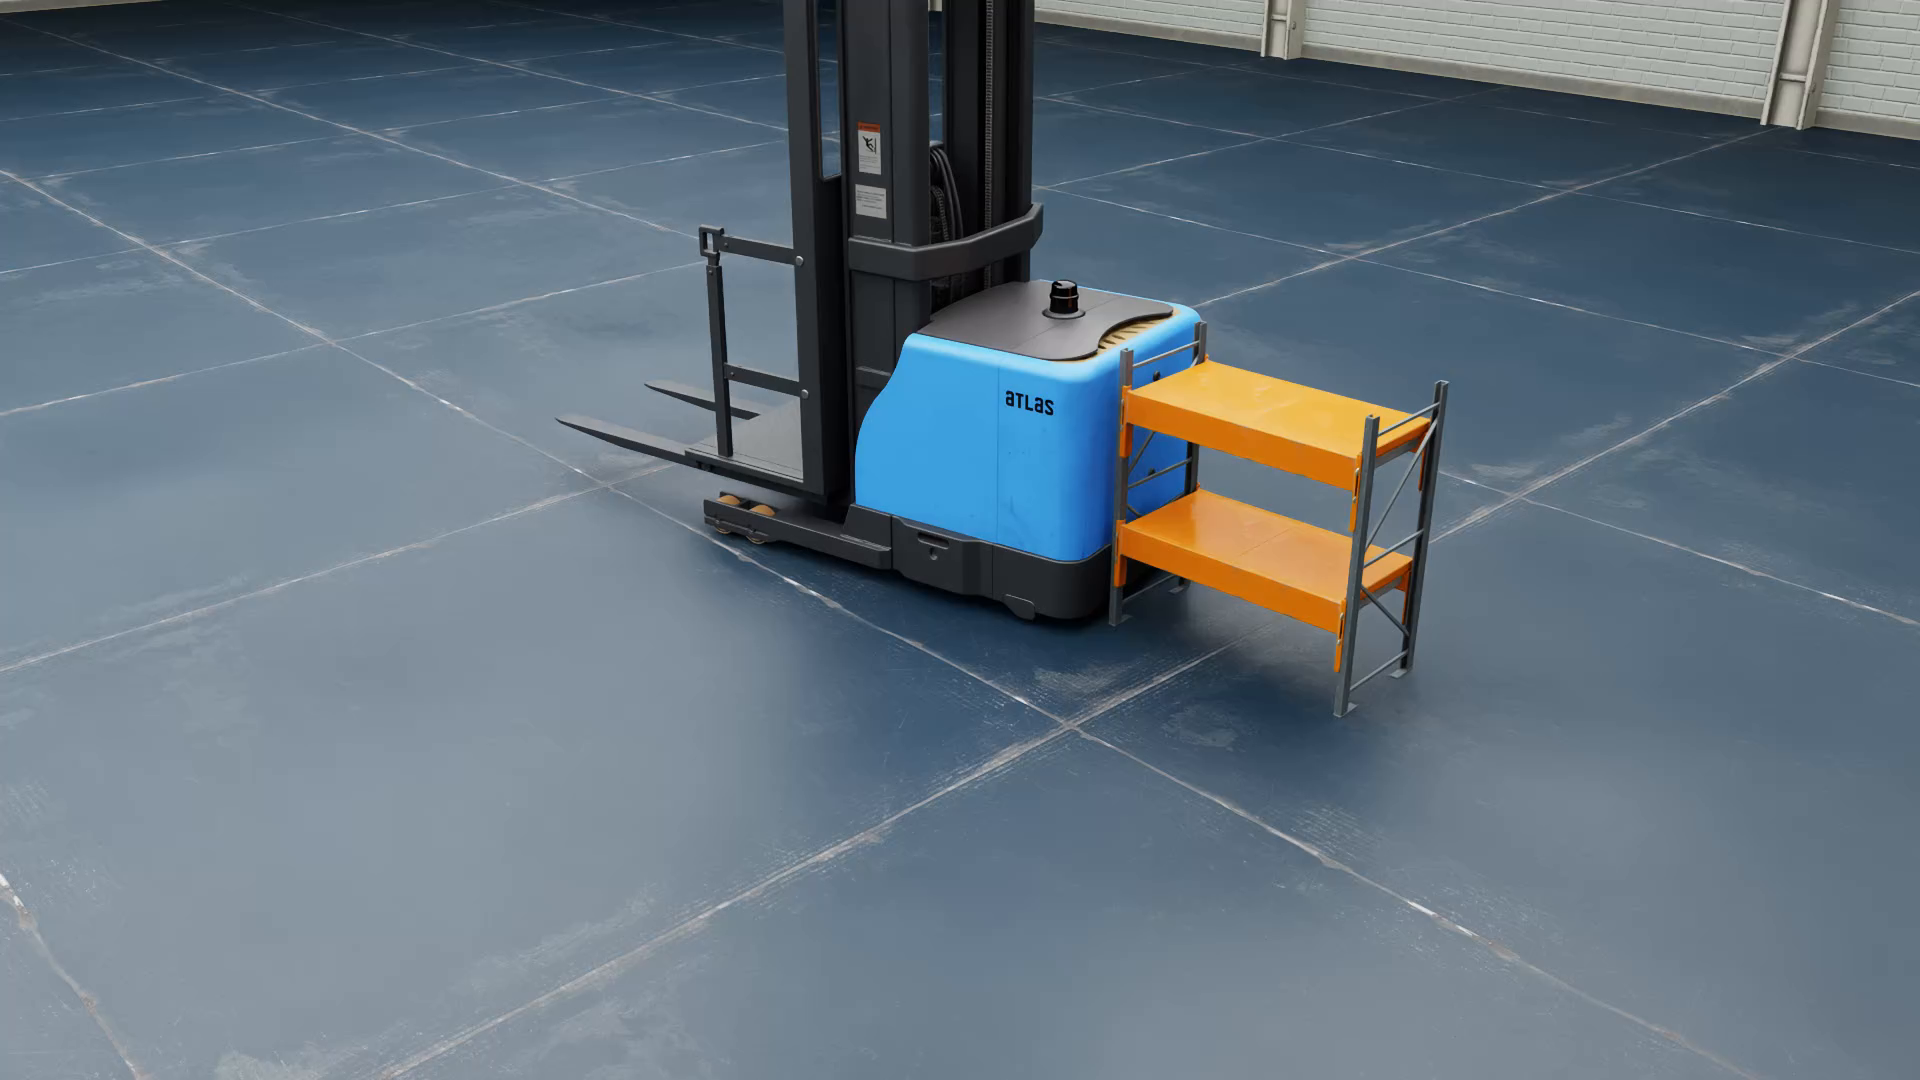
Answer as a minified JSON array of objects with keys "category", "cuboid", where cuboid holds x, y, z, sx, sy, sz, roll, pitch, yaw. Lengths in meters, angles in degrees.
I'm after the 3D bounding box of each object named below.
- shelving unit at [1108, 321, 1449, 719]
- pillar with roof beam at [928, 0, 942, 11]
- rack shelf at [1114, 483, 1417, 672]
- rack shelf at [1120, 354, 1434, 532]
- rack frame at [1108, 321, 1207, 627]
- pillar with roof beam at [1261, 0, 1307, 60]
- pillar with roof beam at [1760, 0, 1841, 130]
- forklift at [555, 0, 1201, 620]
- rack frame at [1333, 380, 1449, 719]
[{"category":"shelving unit","cuboid":[1.135,-0.106,6.128,1.048,1.125,0.538,21,32,39]},{"category":"pillar with roof beam","cuboid":[-3.379,-10.505,19.435,9.100,9.000,0.400,-21,32,-38]},{"category":"rack shelf","cuboid":[1.135,0.116,6.229,1.000,0.278,0.538,21,32,39]},{"category":"rack shelf","cuboid":[1.135,-0.373,6.006,1.000,0.278,0.538,21,32,39]},{"category":"rack frame","cuboid":[0.765,-0.251,6.446,0.032,1.125,0.500,21,32,39]},{"category":"pillar with roof beam","cuboid":[0.722,-8.687,15.450,9.100,9.000,0.400,-21,32,-38]},{"category":"pillar with roof beam","cuboid":[4.823,-6.869,11.466,9.100,9.000,0.400,-21,32,-38]},{"category":"forklift","cuboid":[-0.514,-1.479,6.961,3.031,2.935,1.130,16,29,31]},{"category":"rack frame","cuboid":[1.504,0.039,5.810,0.032,1.125,0.500,21,32,39]}]
